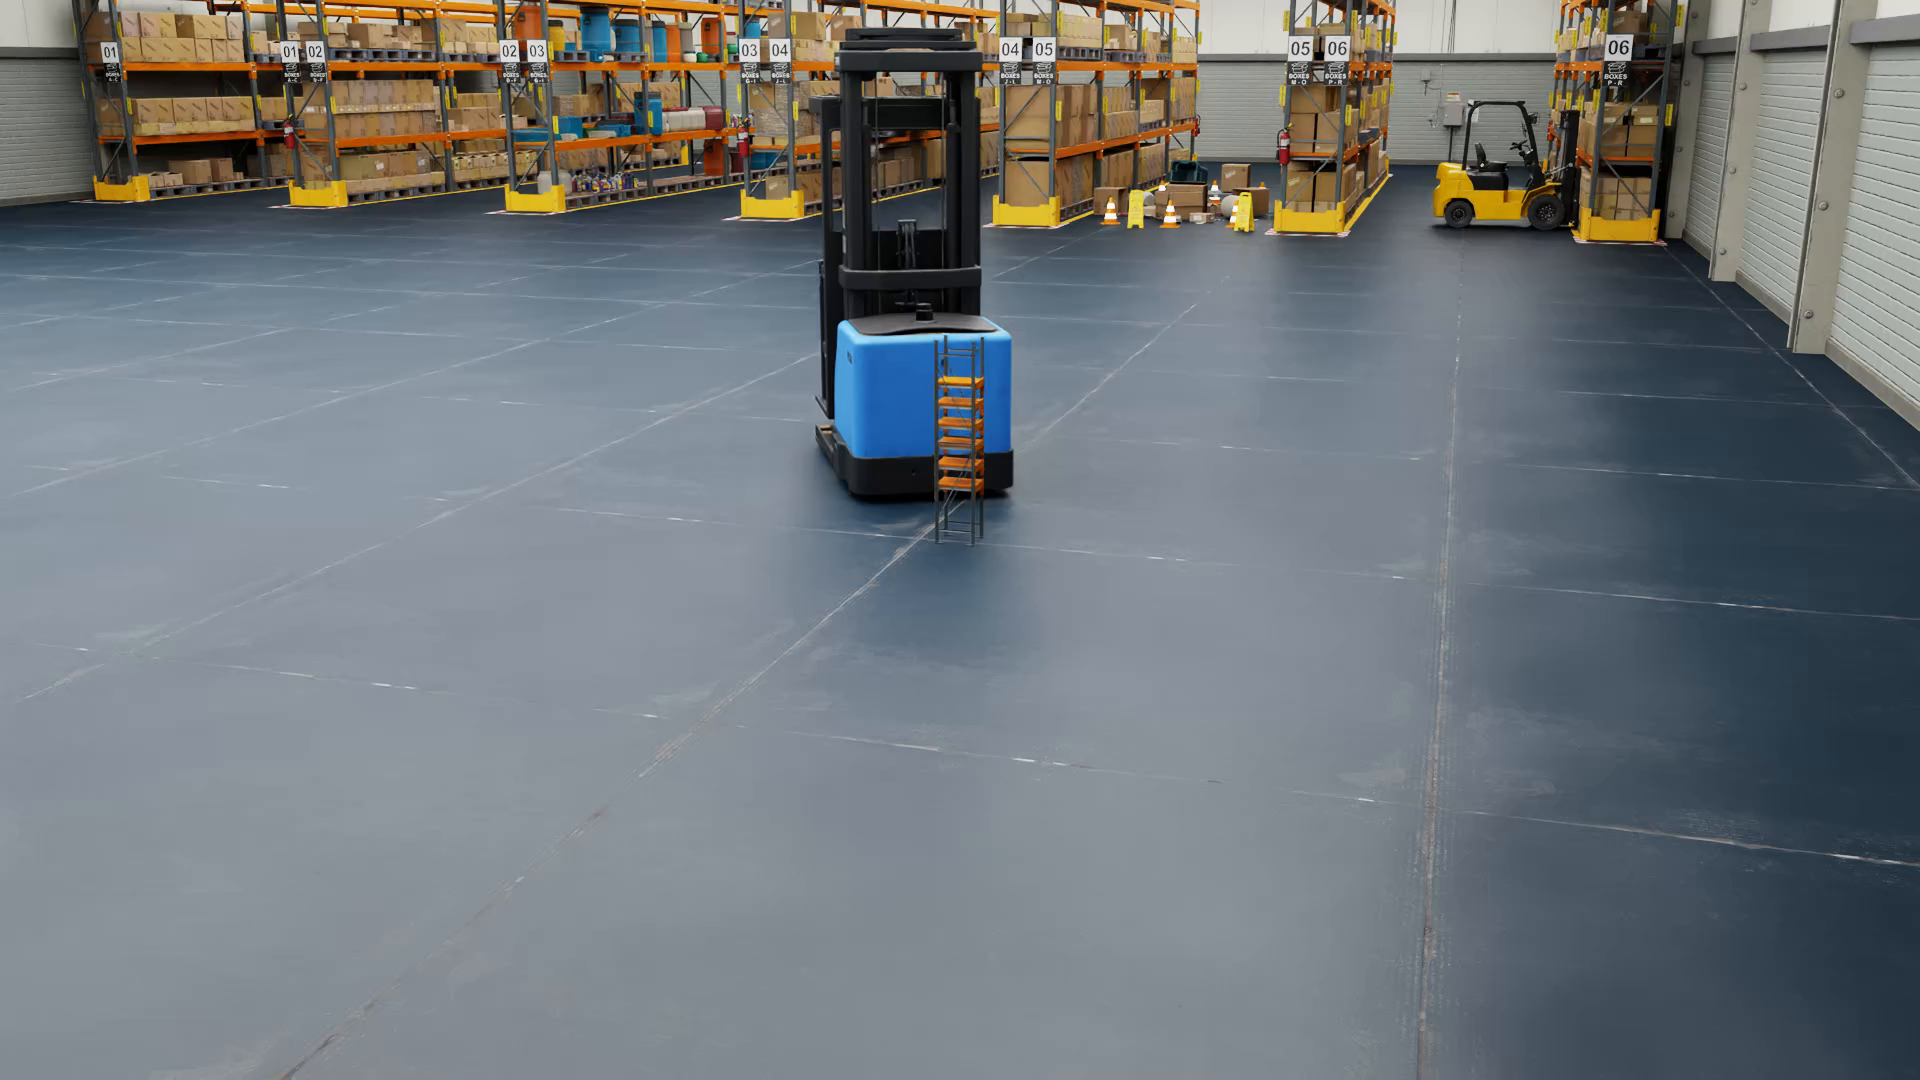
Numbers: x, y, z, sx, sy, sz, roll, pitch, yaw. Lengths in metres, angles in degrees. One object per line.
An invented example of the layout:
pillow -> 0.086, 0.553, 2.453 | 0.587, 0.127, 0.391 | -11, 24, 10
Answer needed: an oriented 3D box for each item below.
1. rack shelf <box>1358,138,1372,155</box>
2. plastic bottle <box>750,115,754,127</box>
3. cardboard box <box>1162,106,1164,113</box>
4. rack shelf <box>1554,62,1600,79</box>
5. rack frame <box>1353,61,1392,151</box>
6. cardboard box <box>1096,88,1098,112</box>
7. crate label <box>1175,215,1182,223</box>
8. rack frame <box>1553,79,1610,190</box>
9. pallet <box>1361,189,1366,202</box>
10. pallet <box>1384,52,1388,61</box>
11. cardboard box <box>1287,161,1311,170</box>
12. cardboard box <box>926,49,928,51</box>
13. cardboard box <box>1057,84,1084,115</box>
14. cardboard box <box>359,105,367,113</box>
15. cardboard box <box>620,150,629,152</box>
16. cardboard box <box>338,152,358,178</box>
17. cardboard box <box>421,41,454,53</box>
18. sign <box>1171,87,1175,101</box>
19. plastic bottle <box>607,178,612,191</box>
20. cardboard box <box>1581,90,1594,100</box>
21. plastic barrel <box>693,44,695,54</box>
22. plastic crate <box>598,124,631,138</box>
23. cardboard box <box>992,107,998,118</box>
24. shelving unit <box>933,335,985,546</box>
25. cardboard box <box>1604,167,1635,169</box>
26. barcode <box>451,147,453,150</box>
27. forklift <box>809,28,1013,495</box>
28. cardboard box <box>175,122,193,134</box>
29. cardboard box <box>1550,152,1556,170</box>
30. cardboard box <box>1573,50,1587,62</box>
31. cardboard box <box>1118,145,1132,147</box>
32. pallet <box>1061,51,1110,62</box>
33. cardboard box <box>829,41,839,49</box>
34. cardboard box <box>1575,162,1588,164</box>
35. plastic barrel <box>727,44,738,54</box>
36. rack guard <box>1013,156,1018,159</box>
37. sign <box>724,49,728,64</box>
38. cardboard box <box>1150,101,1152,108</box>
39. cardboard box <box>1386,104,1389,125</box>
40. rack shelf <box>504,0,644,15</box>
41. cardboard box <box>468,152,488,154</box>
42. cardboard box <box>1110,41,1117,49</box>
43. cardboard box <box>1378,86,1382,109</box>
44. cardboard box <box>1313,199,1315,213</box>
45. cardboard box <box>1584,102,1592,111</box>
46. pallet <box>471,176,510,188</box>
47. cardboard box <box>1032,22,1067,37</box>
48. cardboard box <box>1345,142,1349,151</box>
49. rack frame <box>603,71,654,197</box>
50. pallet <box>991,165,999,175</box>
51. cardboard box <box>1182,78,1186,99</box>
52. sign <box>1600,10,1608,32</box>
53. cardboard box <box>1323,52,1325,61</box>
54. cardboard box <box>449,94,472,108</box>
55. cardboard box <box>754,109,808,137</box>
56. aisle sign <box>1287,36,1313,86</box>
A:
rack shelf -> 7.667, -7.951, 33.682 | 1.077, 0.370, 4.000 | 5, 16, 16
plastic bottle -> -5.188, -10.364, 41.099 | 0.152, 0.276, 0.135 | 5, 16, 16
cardboard box -> 4.674, -10.329, 39.893 | 0.380, 0.149, 0.250 | 5, 17, 18
rack shelf -> 14.701, -11.103, 39.298 | 1.077, 0.370, 4.000 | 5, 16, 16
rack frame -> 10.509, -10.913, 42.807 | 1.000, 3.000, 0.127 | 5, 16, 16
cardboard box -> 2.459, -8.790, 33.308 | 0.700, 0.500, 0.500 | 4, 16, 15
crate label -> 3.850, -5.770, 29.921 | 0.250, 0.136, 0.298 | -4, 16, -13
rack frame -> 14.132, -9.483, 37.764 | 1.000, 3.000, 0.127 | 5, 16, 16
pallet -> 8.012, -7.274, 35.089 | 1.003, 0.211, 1.213 | 5, 16, 16
pallet -> 9.615, -11.480, 39.473 | 1.003, 0.211, 1.213 | 5, 16, 16
cardboard box -> 5.980, -6.610, 29.344 | 0.380, 0.149, 0.250 | 5, 17, 17
cardboard box -> -1.162, -11.449, 38.239 | 0.797, 0.503, 0.637 | 6, 17, 19
cardboard box -> 1.856, -8.345, 31.501 | 0.875, 0.550, 0.550 | 5, 16, 16
cardboard box -> -12.500, -8.911, 34.378 | 0.380, 0.149, 0.250 | 4, 16, 15
cardboard box -> -9.523, -10.690, 46.141 | 0.500, 0.311, 0.500 | 5, 16, 16
cardboard box -> -12.899, -7.931, 35.189 | 0.500, 0.500, 0.500 | 5, 16, 16
cardboard box -> -11.715, -11.045, 37.280 | 0.500, 0.250, 0.500 | 6, 17, 22
sign -> 5.131, -10.739, 40.072 | 0.100, 0.325, 0.005 | 5, 16, 16
plastic bottle -> -7.291, -7.398, 34.608 | 0.097, 0.271, 0.097 | 0, 16, 0
cardboard box -> 14.811, -10.283, 38.943 | 0.500, 0.500, 0.500 | 4, 16, 14
plastic barrel -> -6.397, -11.412, 38.865 | 0.421, 0.512, 0.421 | 0, 16, 0
plastic crate -> -7.206, -8.544, 34.728 | 0.499, 0.251, 0.616 | 5, 16, 16
cardboard box -> 0.691, -11.203, 43.558 | 0.500, 0.250, 0.500 | 5, 16, 16
shelving unit -> -0.004, -0.573, 9.652 | 0.258, 1.200, 0.189 | 5, 16, 16
cardboard box -> 11.904, -6.606, 30.060 | 0.500, 0.250, 0.500 | 5, 17, 17
barcode -> -11.428, -8.817, 37.432 | 0.001, 0.075, 0.075 | 5, 16, 16
forklift -> -0.450, -2.053, 11.695 | 1.130, 2.935, 3.031 | -3, 16, -11
cardboard box -> -17.059, -8.958, 36.154 | 0.500, 0.250, 0.500 | 4, 16, 15
cardboard box -> 14.724, -9.155, 40.422 | 0.700, 0.500, 0.500 | 5, 17, 18
cardboard box -> 12.909, -9.960, 34.226 | 0.500, 0.250, 0.500 | 4, 16, 14
cardboard box -> 3.696, -9.002, 38.506 | 0.500, 0.250, 0.500 | 5, 17, 17
pallet -> 2.537, -9.726, 33.475 | 0.805, 0.209, 1.217 | 4, 16, 14
cardboard box -> -2.588, -9.652, 32.409 | 0.380, 0.149, 0.250 | 5, 17, 18
cardboard box -> 12.805, -7.334, 33.770 | 0.875, 0.625, 0.625 | 5, 17, 18
plastic barrel -> -5.493, -11.802, 39.961 | 0.294, 0.245, 0.294 | 0, 16, 0
rack guard -> 1.014, -10.485, 45.880 | 1.175, 0.500, 0.348 | 5, 16, 16
sign -> -5.485, -11.325, 38.953 | 0.100, 0.325, 0.005 | 5, 16, 16
cardboard box -> 4.224, -10.060, 38.399 | 0.380, 0.149, 0.250 | 4, 16, 15
cardboard box -> 10.626, -10.814, 42.277 | 0.500, 0.500, 0.500 | 5, 17, 16
rack shelf -> -7.720, -10.751, 33.292 | 1.077, 0.370, 4.000 | 5, 16, 16
cardboard box -> -11.482, -9.121, 39.732 | 0.500, 0.311, 0.500 | 4, 16, 14
cardboard box -> 2.972, -10.050, 33.775 | 0.380, 0.149, 0.250 | 5, 16, 16
cardboard box -> 9.346, -10.123, 38.008 | 0.500, 0.500, 0.500 | 5, 17, 17
cardboard box -> 6.088, -5.974, 29.662 | 0.500, 0.250, 0.500 | 5, 16, 16
cardboard box -> 11.484, -7.833, 30.030 | 0.380, 0.149, 0.250 | 5, 17, 17
pallet -> -11.383, -8.486, 39.360 | 1.003, 0.211, 1.213 | 5, 16, 16
cardboard box -> 1.571, -8.955, 29.184 | 0.500, 0.250, 0.500 | 5, 16, 16
cardboard box -> 6.584, -6.872, 29.021 | 0.380, 0.149, 0.250 | 5, 17, 17
rack frame -> -7.151, -8.926, 35.802 | 1.000, 3.000, 0.127 | 5, 16, 16
pallet -> 0.507, -9.807, 44.017 | 1.003, 0.211, 1.213 | 5, 16, 16
cardboard box -> 5.412, -11.396, 41.949 | 0.500, 0.500, 0.500 | 4, 16, 14
sign -> 10.206, -8.220, 26.338 | 0.100, 0.325, 0.005 | 5, 16, 16
cardboard box -> 6.356, -8.187, 28.158 | 0.380, 0.149, 0.250 | 4, 16, 14
cardboard box -> -14.207, -12.072, 46.345 | 0.980, 0.700, 0.700 | 5, 17, 17
cardboard box -> -3.357, -7.829, 31.204 | 0.875, 0.500, 0.500 | 5, 16, 16
aisle sign -> 5.666, -7.984, 27.717 | 0.394, 0.787, 0.004 | 5, 16, 16
